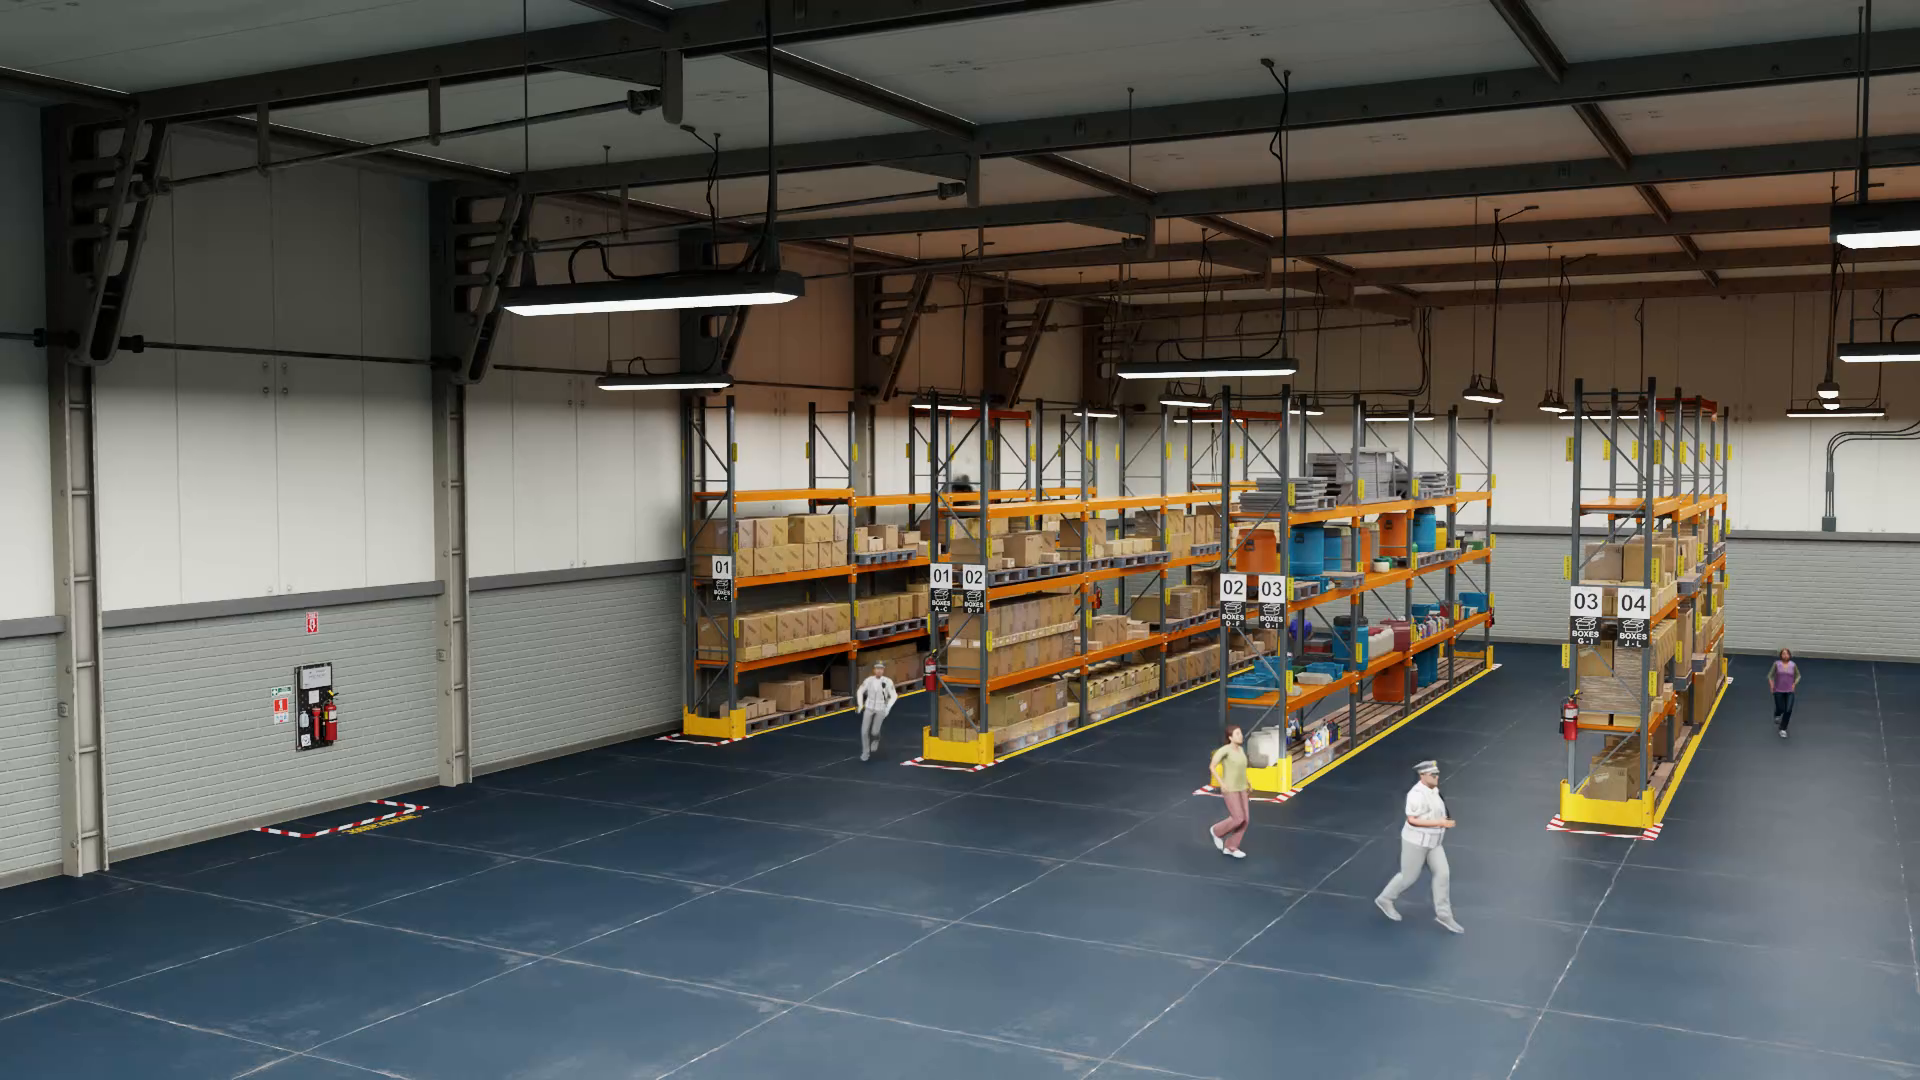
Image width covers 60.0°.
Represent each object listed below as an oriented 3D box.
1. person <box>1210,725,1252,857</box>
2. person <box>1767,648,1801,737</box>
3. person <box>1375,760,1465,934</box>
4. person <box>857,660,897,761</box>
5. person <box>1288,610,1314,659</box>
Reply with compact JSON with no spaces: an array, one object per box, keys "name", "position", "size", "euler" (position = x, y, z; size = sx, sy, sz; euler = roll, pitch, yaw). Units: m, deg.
[{"name":"person","position":[3.368,3.107,20.625],"size":[0.575,1.624,0.535],"euler":[-2,4,-39]},{"name":"person","position":[14.576,2.687,29.415],"size":[0.537,1.560,0.549],"euler":[1,3,20]},{"name":"person","position":[4.840,3.187,17.499],"size":[0.621,1.798,0.937],"euler":[-3,4,-44]},{"name":"person","position":[-1.366,2.775,27.149],"size":[0.662,1.647,0.513],"euler":[1,3,10]},{"name":"person","position":[7.371,2.295,36.068],"size":[0.550,1.610,0.544],"euler":[1,3,21]}]
